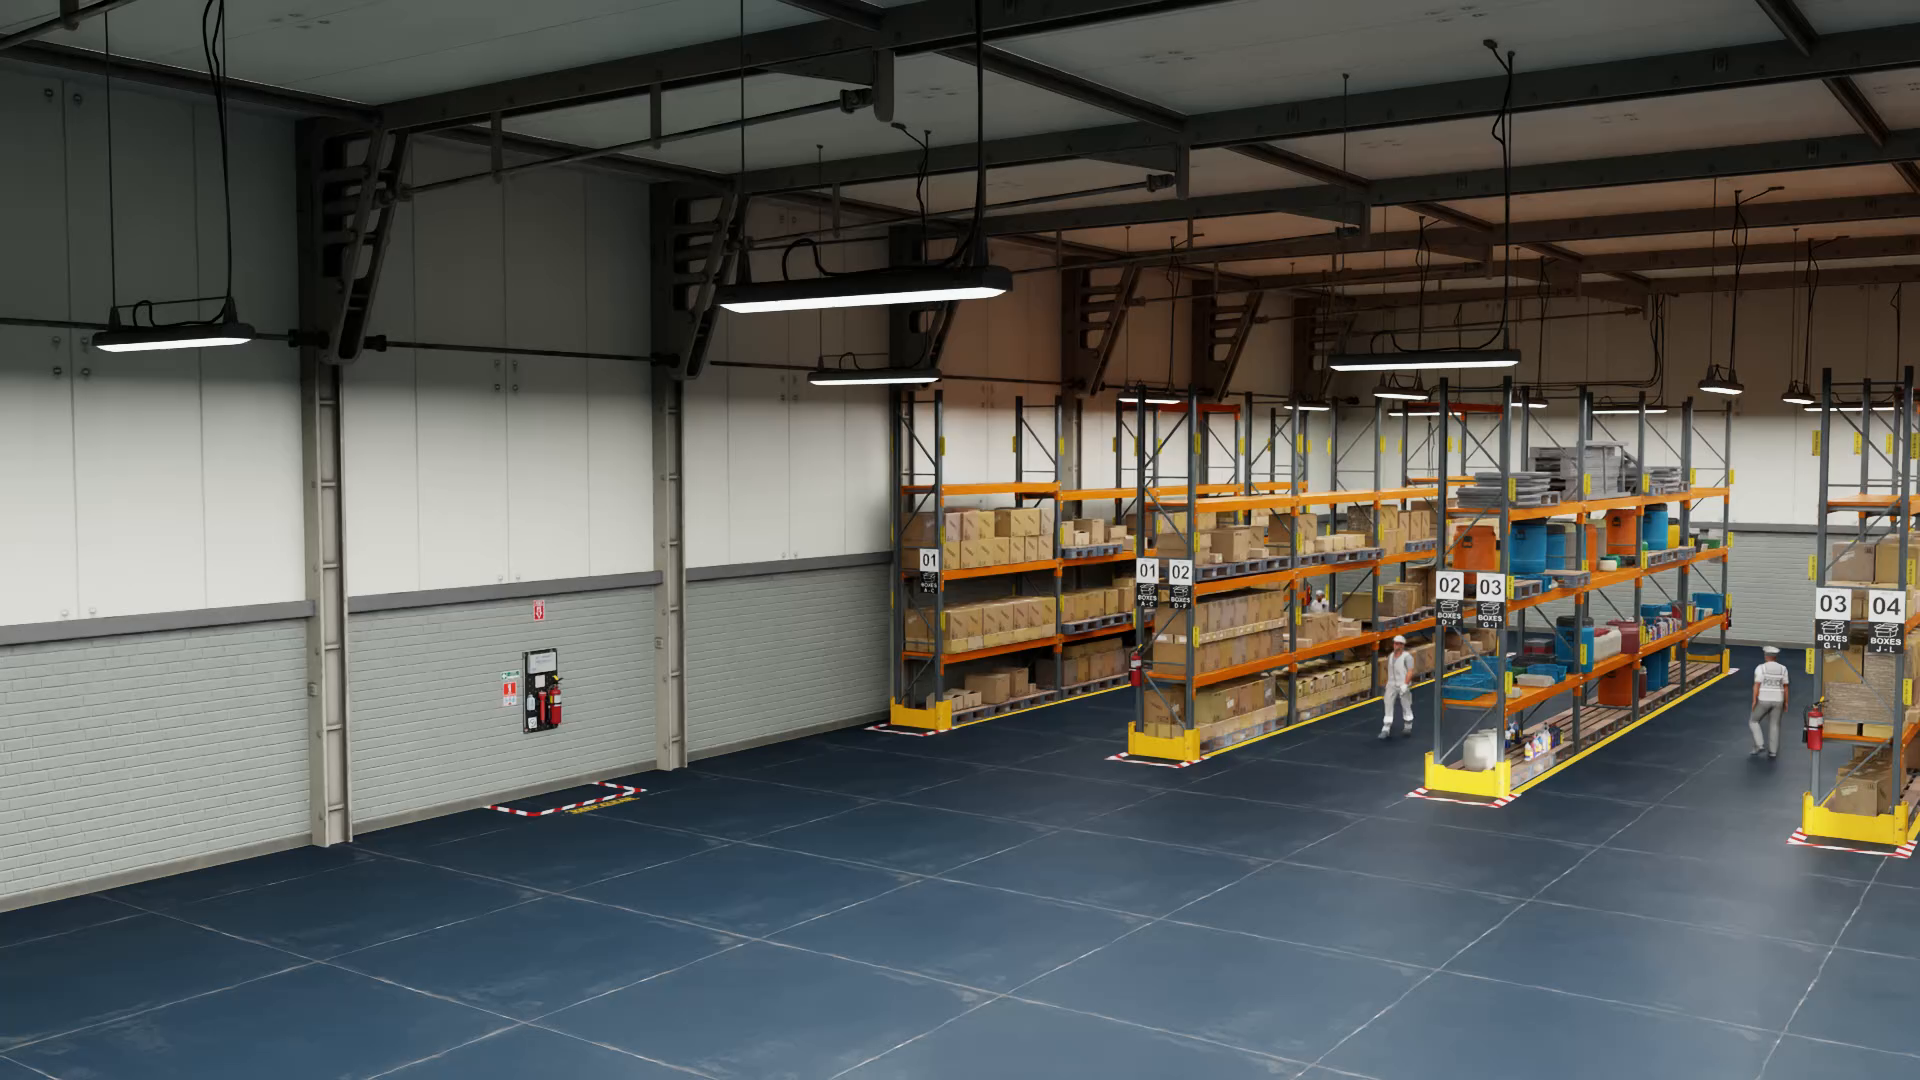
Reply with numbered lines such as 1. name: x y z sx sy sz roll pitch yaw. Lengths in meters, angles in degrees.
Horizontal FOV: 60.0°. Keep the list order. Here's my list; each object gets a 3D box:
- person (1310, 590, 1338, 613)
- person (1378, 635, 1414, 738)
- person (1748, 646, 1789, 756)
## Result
1. person: 8.731 1.973 39.845 0.748 1.578 0.630 -3 5 -45
2. person: 7.488 2.500 28.499 0.569 1.724 1.034 2 4 35
3. person: 13.081 2.627 26.881 0.580 1.782 0.413 0 3 4
